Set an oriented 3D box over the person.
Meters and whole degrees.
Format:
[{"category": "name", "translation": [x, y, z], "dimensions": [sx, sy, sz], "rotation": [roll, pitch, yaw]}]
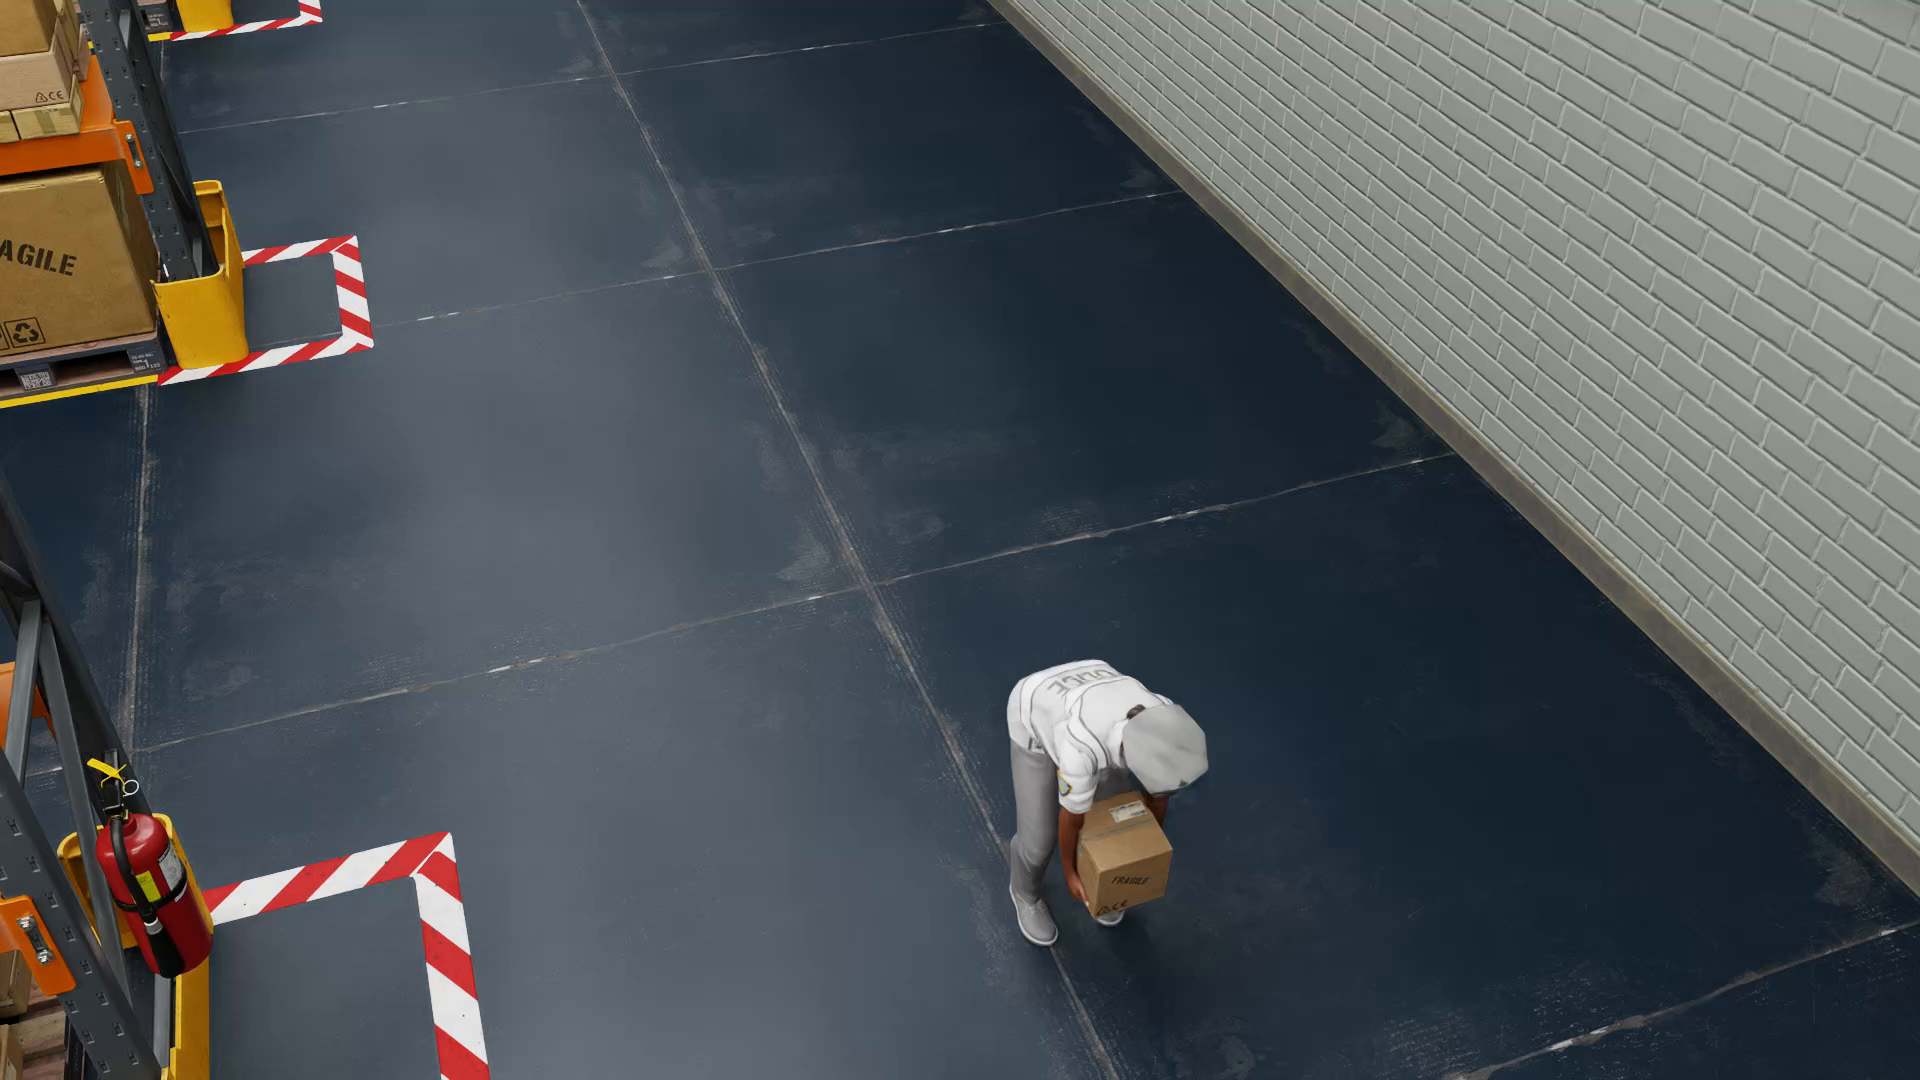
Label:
[{"category": "person", "translation": [0.448, 0.877, 5.288], "dimensions": [0.414, 1.350, 0.873], "rotation": [-14, 40, -17]}]
